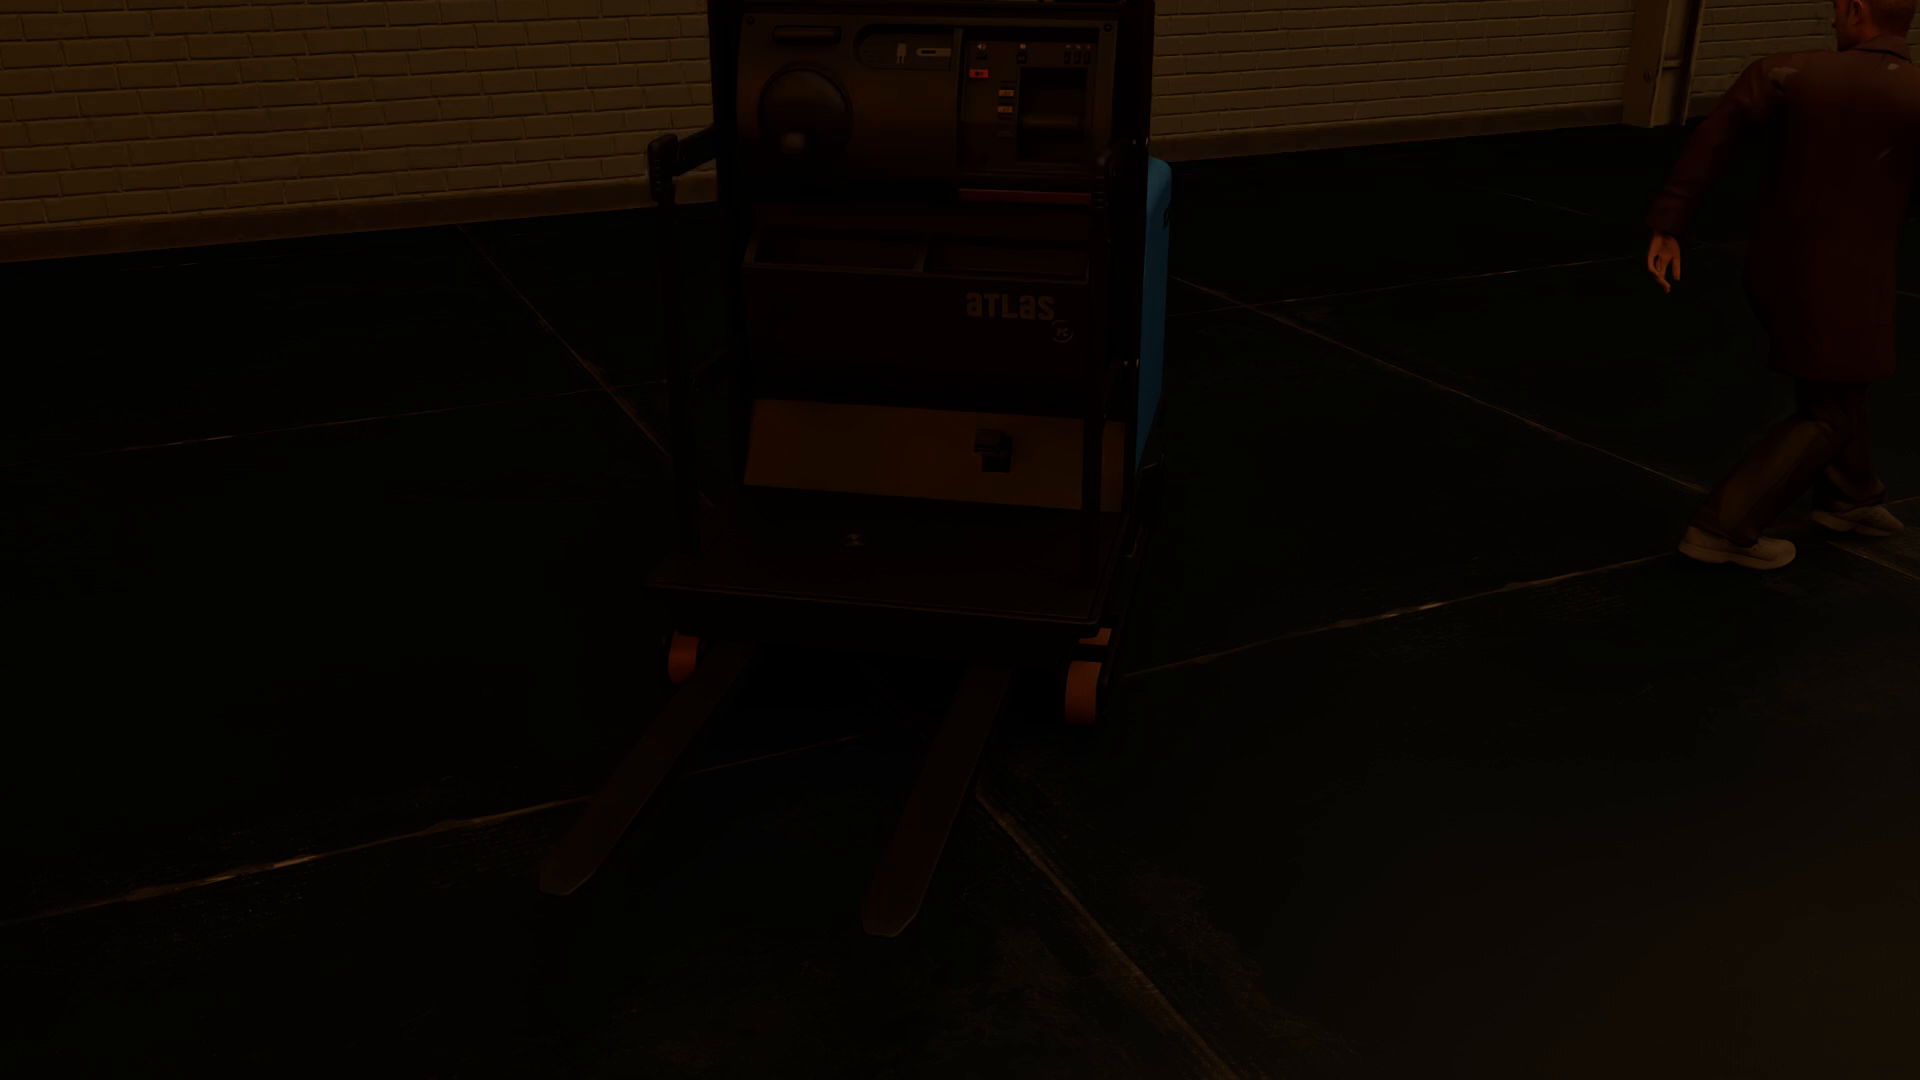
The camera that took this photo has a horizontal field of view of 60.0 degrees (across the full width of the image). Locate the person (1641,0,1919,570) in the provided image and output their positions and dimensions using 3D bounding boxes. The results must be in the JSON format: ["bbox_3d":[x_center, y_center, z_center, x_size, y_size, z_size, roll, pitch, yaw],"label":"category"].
[{"bbox_3d":[2.478,-0.749,4.739,1.009,1.727,0.613,-11,25,-24],"label":"person"}]

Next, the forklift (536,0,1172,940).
[{"bbox_3d":[-0.129,-1.055,3.826,1.130,2.935,3.031,5,23,11],"label":"forklift"}]
